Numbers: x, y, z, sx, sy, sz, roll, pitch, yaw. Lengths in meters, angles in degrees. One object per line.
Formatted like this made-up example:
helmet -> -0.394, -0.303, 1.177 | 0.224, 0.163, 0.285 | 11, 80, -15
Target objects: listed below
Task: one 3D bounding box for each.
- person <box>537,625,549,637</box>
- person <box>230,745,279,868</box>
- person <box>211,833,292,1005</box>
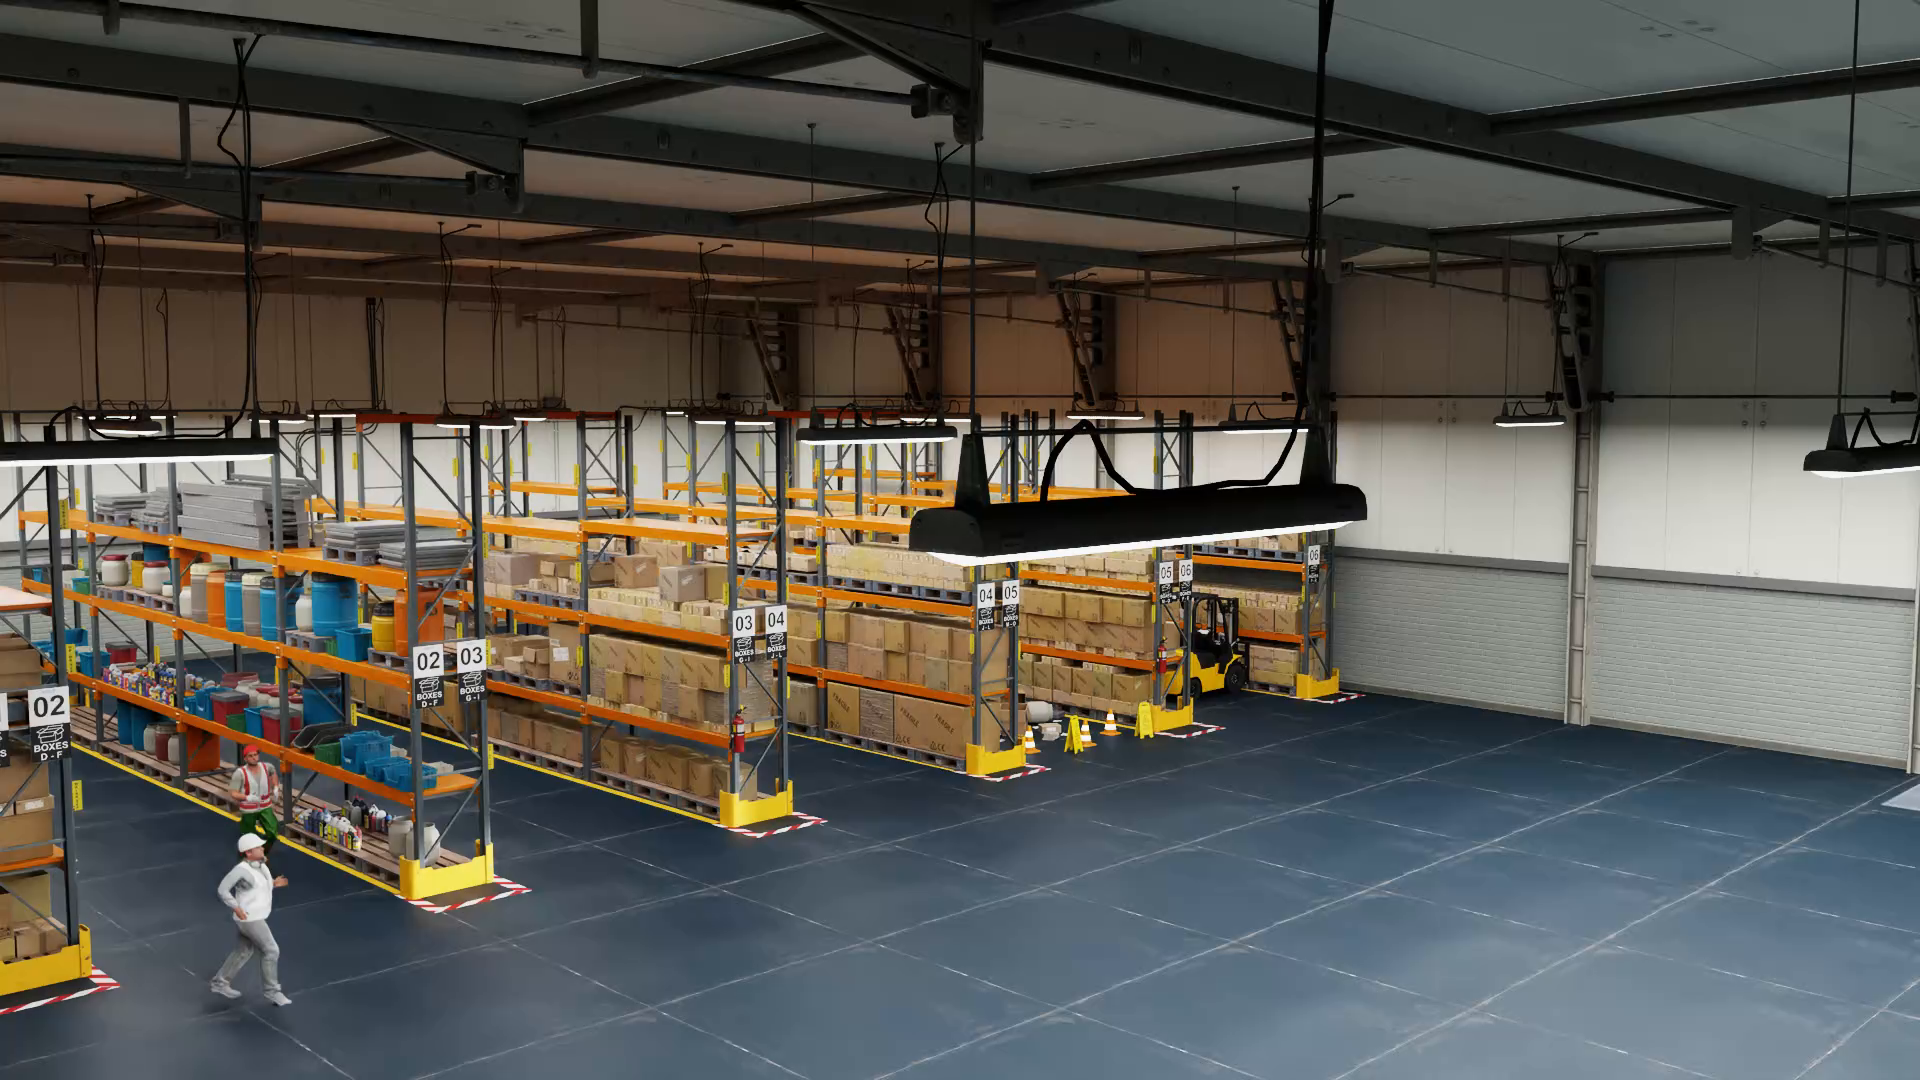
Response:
person -> -10.154, 1.973, 40.750 | 0.801, 1.645, 0.637 | 1, 5, 15
person -> -9.222, 3.536, 21.816 | 0.675, 1.748, 0.852 | -4, 6, -40
person -> -7.401, 3.949, 17.322 | 0.804, 1.833, 0.632 | -1, 5, -12
